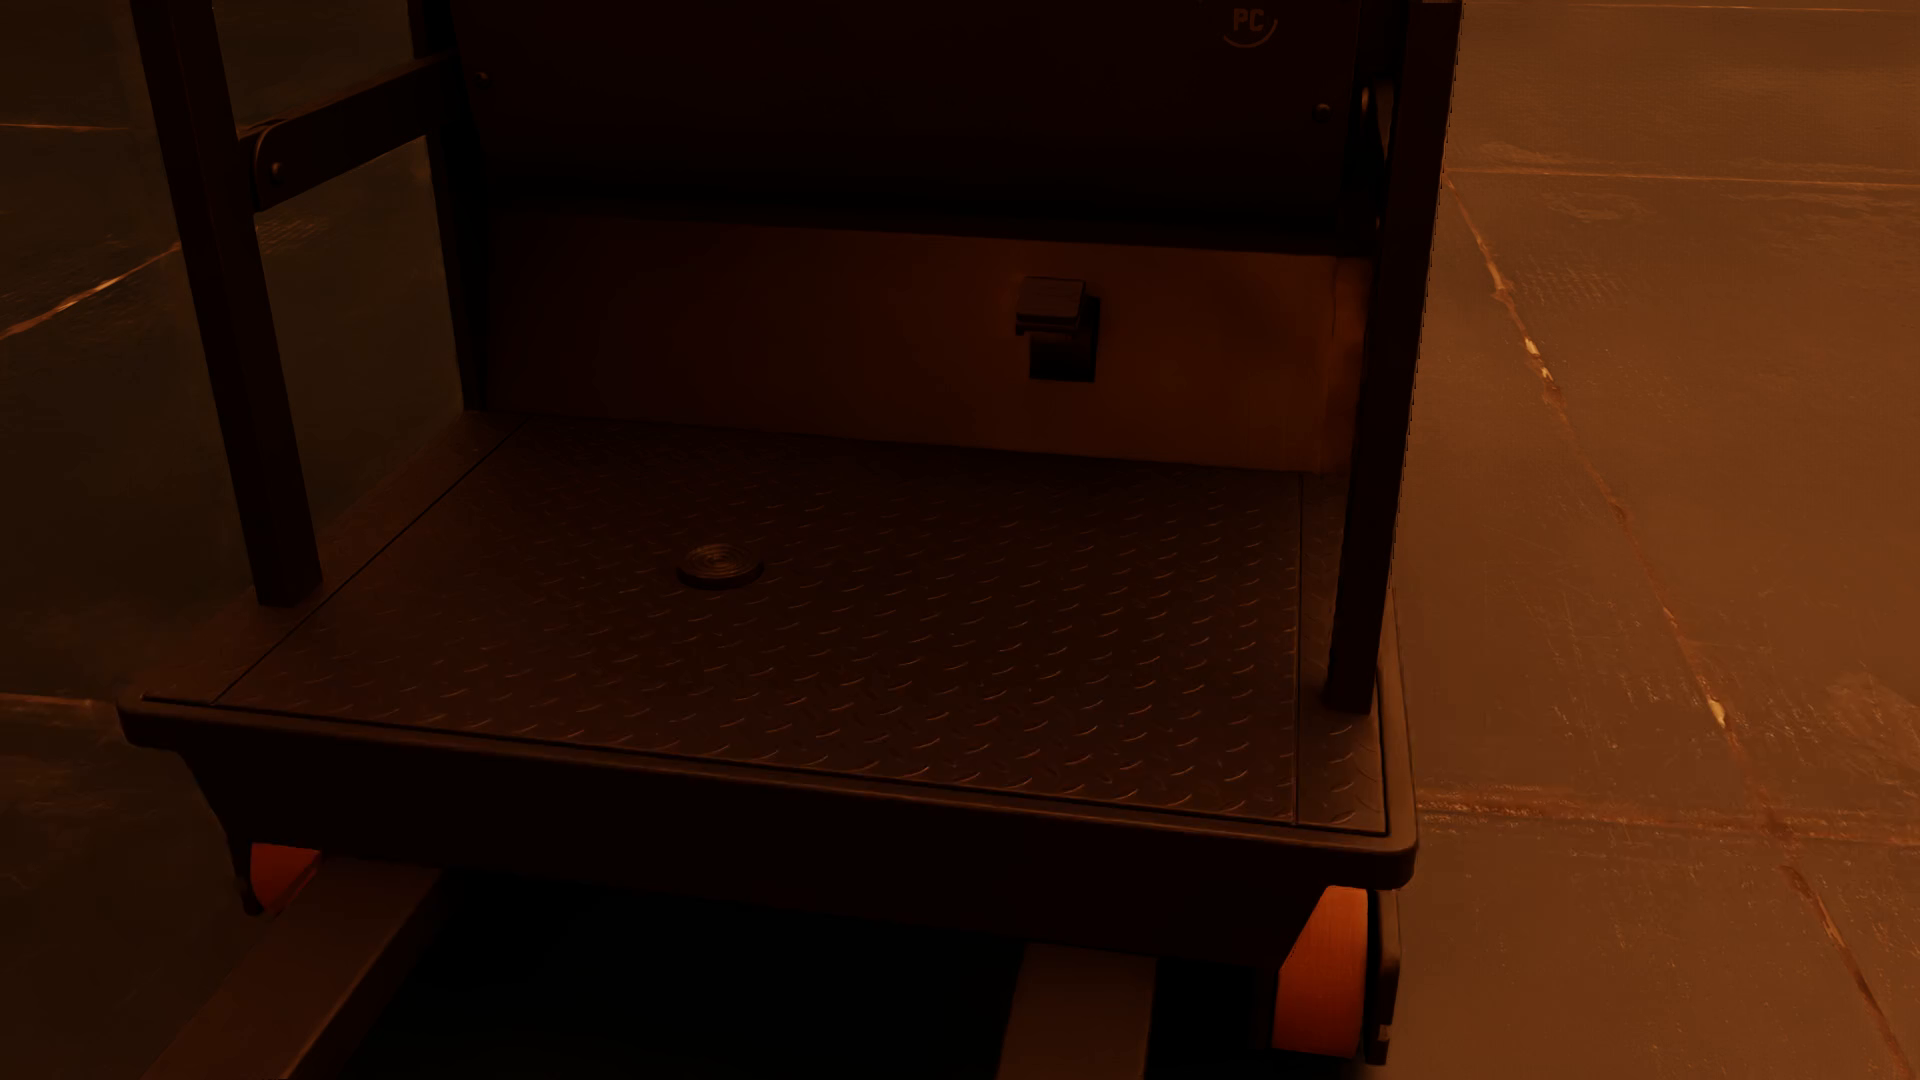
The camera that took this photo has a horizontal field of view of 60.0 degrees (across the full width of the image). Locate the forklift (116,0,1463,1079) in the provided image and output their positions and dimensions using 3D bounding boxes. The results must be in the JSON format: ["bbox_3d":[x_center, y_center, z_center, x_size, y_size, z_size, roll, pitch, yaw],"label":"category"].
[{"bbox_3d":[-0.105,-1.012,1.246,1.130,2.935,3.031,5,27,10],"label":"forklift"}]
